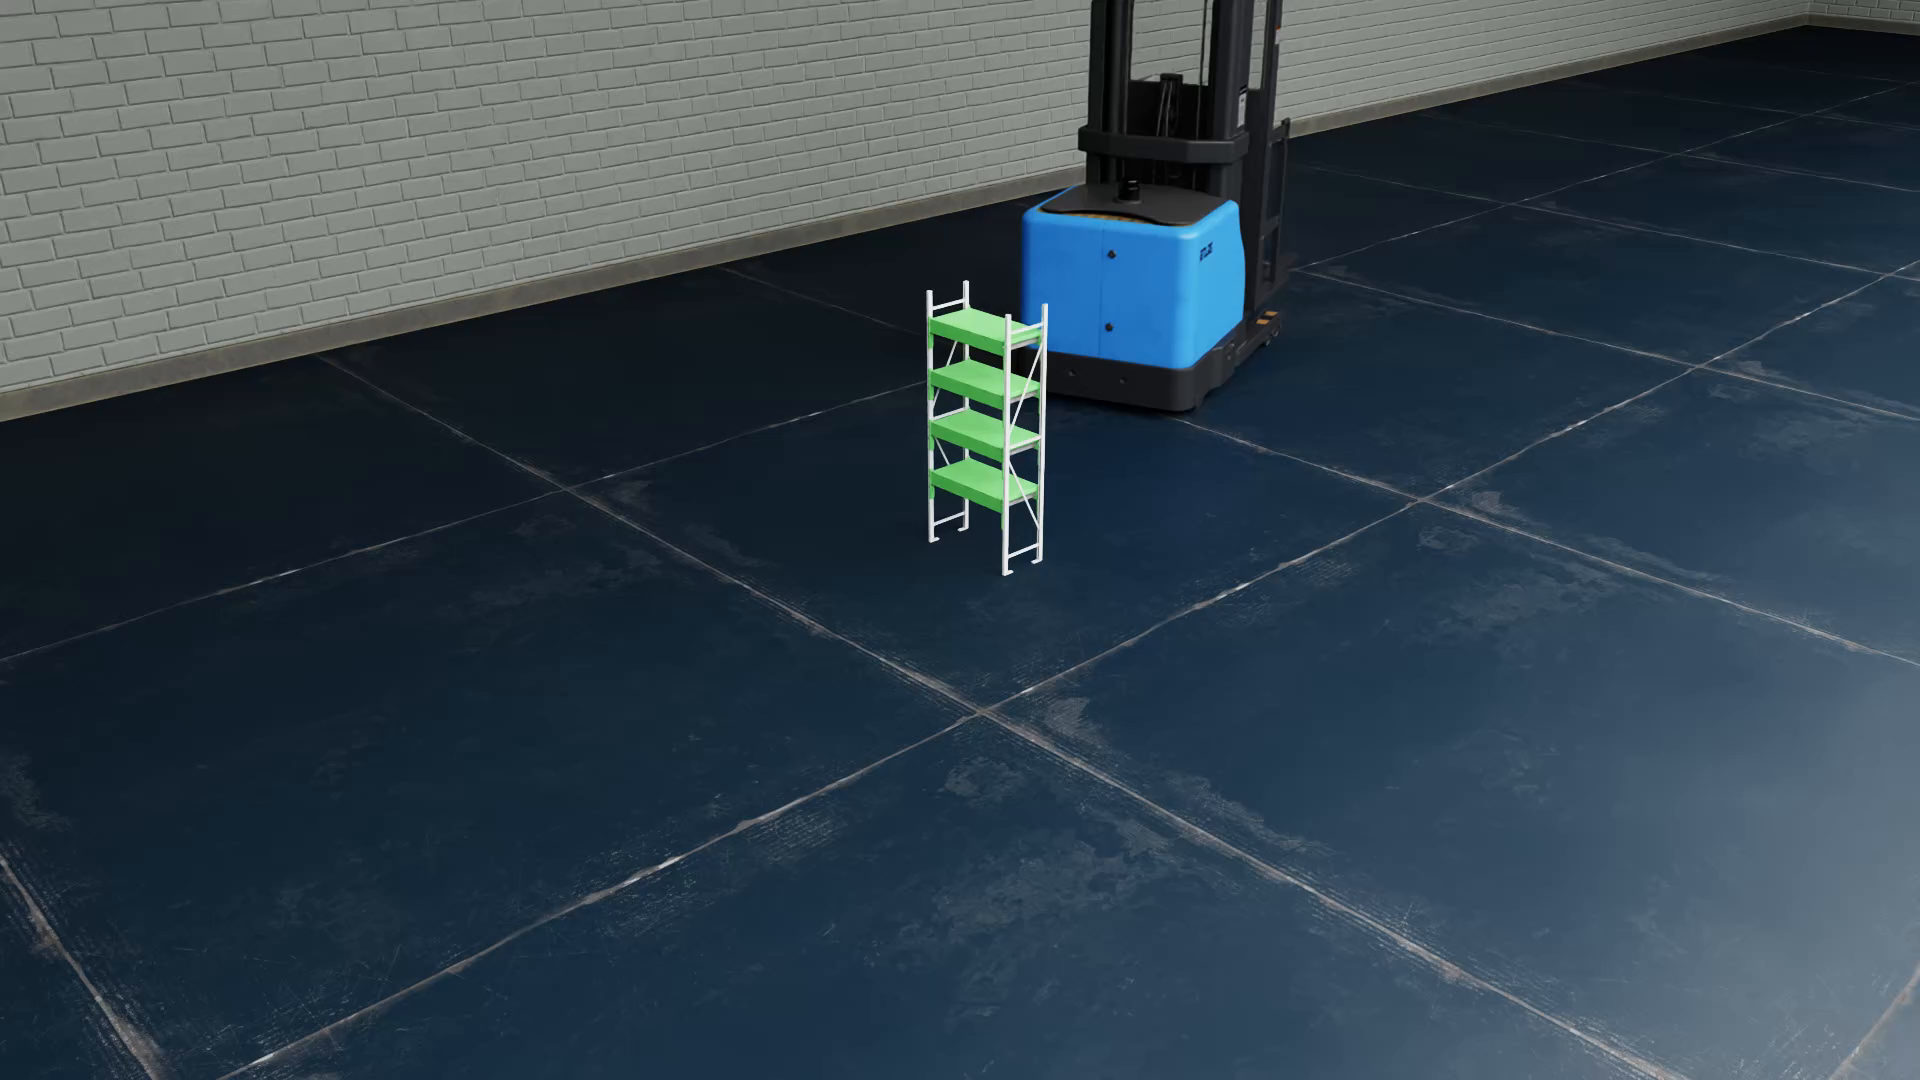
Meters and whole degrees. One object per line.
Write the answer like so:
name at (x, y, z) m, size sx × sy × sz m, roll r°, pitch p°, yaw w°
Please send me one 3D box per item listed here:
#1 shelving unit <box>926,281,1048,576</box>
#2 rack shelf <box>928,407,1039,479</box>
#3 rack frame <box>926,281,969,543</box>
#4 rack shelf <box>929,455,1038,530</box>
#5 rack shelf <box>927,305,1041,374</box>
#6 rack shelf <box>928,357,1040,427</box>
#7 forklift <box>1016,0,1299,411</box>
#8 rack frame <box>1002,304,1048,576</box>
shelving unit at (0.113, -0.496, 7.391) m, size 0.258 × 1.200 × 0.503 m, roll -21°, pitch 32°, yaw -38°
rack shelf at (0.113, -0.438, 7.418) m, size 0.258 × 0.148 × 0.480 m, roll -21°, pitch 32°, yaw -38°
rack frame at (-0.054, -0.570, 7.553) m, size 0.240 × 1.200 × 0.015 m, roll -21°, pitch 32°, yaw -38°
rack shelf at (0.113, -0.219, 7.517) m, size 0.258 × 0.148 × 0.480 m, roll -21°, pitch 32°, yaw -38°
rack shelf at (0.113, -0.874, 7.218) m, size 0.258 × 0.148 × 0.480 m, roll -21°, pitch 32°, yaw -38°
rack shelf at (0.113, -0.656, 7.318) m, size 0.258 × 0.148 × 0.480 m, roll -21°, pitch 32°, yaw -38°
forklift at (1.408, -2.620, 9.963) m, size 1.130 × 2.935 × 3.031 m, roll 11°, pitch 27°, yaw 23°
rack frame at (0.280, -0.422, 7.229) m, size 0.240 × 1.200 × 0.015 m, roll -21°, pitch 32°, yaw -38°
